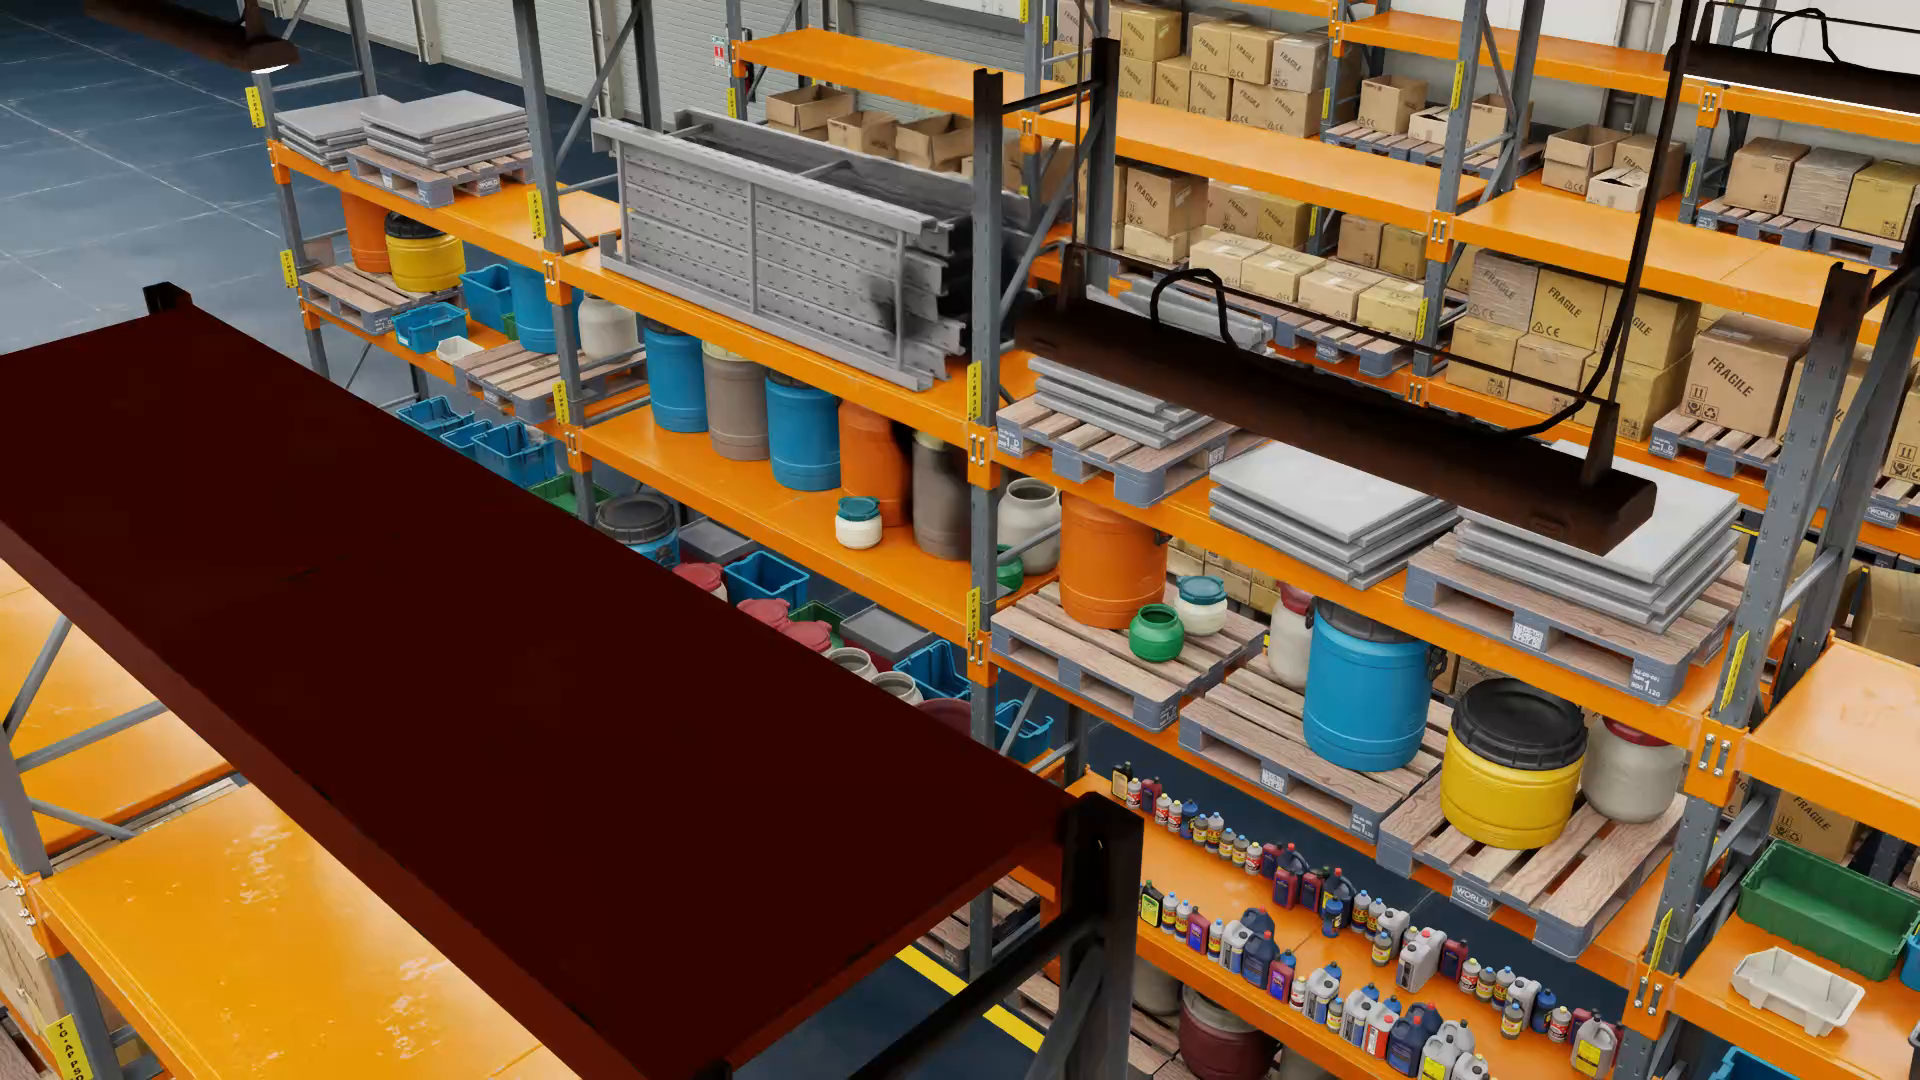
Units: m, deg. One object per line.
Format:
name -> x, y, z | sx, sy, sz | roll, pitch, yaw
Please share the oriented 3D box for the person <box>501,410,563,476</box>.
person -> -4.197, -1.114, 16.457 | 0.766, 1.837, 0.679 | 15, 33, 25
